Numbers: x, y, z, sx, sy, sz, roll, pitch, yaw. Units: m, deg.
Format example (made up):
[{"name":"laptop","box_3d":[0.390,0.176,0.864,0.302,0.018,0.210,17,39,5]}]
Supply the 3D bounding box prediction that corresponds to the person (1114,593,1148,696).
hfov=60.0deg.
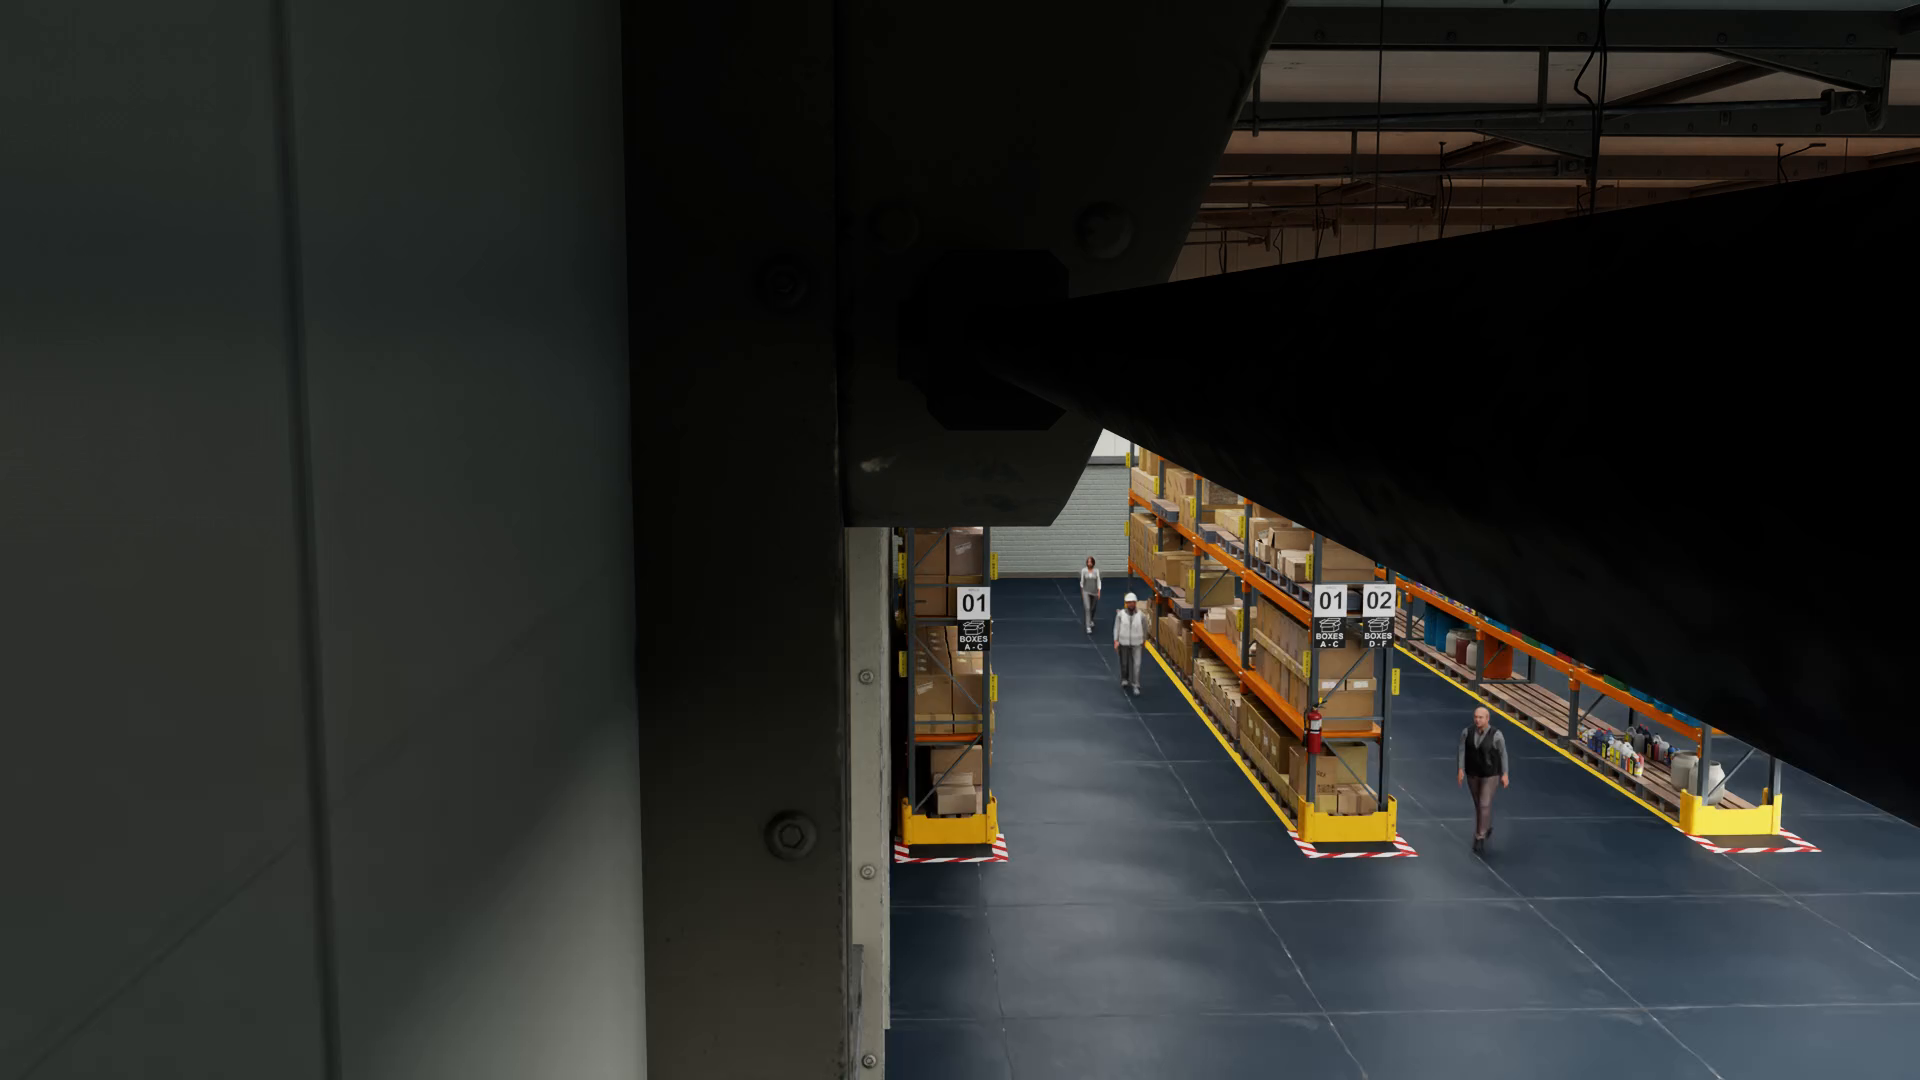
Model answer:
[{"name":"person","box_3d":[2.960,1.777,28.803,0.593,1.711,1.069,0,7,1]}]

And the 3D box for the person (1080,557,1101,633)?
[{"name":"person","box_3d":[2.723,1.165,34.619,0.418,1.438,0.972,0,7,-3]}]

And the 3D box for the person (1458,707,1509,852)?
[{"name":"person","box_3d":[6.335,2.877,20.308,0.562,1.678,0.935,7,10,43]}]
